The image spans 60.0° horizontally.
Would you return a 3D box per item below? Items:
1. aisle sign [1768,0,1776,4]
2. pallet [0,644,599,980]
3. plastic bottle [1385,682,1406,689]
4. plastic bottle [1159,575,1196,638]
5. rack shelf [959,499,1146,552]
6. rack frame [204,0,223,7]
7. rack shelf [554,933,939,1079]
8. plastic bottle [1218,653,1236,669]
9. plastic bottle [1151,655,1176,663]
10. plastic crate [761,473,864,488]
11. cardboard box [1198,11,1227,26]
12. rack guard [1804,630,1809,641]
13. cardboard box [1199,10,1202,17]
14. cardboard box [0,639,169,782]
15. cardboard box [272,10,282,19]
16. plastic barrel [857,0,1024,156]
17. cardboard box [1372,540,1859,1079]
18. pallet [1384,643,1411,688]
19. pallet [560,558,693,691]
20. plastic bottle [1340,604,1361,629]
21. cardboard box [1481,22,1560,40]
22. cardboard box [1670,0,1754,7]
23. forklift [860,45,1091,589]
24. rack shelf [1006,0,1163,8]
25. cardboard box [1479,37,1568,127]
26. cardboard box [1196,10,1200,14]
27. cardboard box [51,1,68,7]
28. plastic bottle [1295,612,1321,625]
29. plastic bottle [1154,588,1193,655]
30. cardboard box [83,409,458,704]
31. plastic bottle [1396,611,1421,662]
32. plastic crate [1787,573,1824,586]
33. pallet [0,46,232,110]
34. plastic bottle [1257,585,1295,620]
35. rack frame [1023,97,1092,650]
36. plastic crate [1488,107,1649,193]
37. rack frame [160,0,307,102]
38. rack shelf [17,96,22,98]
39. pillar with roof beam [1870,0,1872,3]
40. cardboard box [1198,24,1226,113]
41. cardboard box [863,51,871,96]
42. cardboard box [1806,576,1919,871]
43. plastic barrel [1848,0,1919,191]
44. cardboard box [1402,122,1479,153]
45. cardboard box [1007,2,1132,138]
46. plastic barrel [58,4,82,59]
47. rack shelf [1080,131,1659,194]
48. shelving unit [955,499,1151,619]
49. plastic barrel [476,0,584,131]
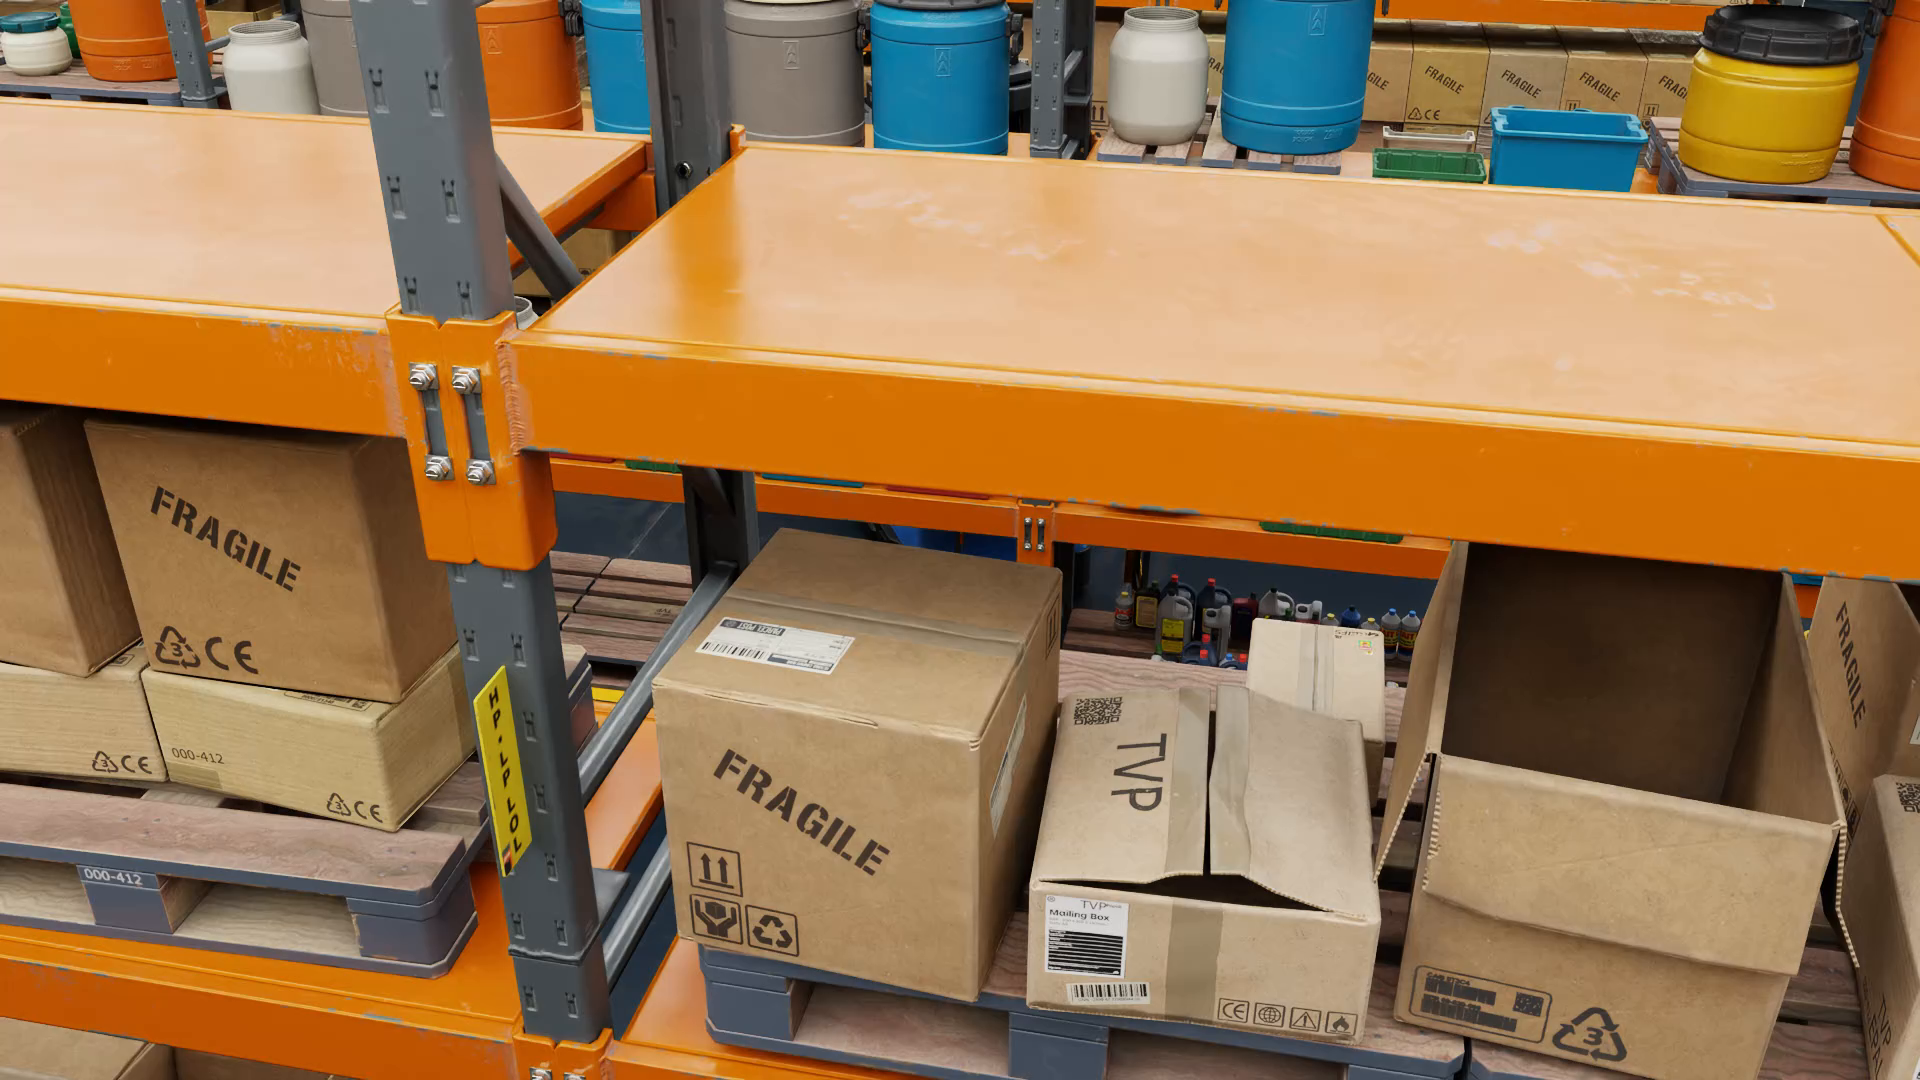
[{"bbox_3d":[5.528,-3.752,11.272,0.004,0.787,0.394,6,29,11],"label":"aisle sign"},{"bbox_3d":[-1.445,0.460,3.362,1.217,0.209,0.805,5,29,9],"label":"pallet"},{"bbox_3d":[2.106,0.821,8.006,0.135,0.276,0.152,5,29,9],"label":"plastic bottle"},{"bbox_3d":[1.148,0.346,8.794,0.185,0.351,0.144,5,29,9],"label":"plastic bottle"},{"bbox_3d":[0.506,-0.153,9.078,1.000,0.185,0.538,2,27,0],"label":"rack shelf"},{"bbox_3d":[-6.331,-3.680,13.849,0.127,3.000,1.000,6,29,11],"label":"rack frame"},{"bbox_3d":[1.376,0.974,2.972,4.000,0.370,1.077,6,29,11],"label":"rack shelf"},{"bbox_3d":[1.328,0.685,8.257,0.097,0.271,0.097,0,29,0],"label":"plastic bottle"},{"bbox_3d":[1.000,0.707,8.213,0.135,0.276,0.152,7,29,12],"label":"plastic bottle"},{"bbox_3d":[-0.686,-0.509,8.074,0.575,0.384,0.392,6,29,11],"label":"plastic crate"},{"bbox_3d":[1.990,-3.575,12.201,0.500,0.500,0.500,6,29,11],"label":"cardboard box"},{"bbox_3d":[4.286,0.960,7.976,0.348,0.500,1.175,6,29,11],"label":"rack guard"},{"bbox_3d":[3.049,-6.615,21.508,0.625,0.372,0.950,6,29,11],"label":"cardboard box"},{"bbox_3d":[-1.718,0.220,3.320,0.500,0.250,0.500,3,29,6],"label":"cardboard box"},{"bbox_3d":[-5.036,-4.030,13.338,0.637,0.503,0.797,6,29,11],"label":"cardboard box"},{"bbox_3d":[-0.084,-2.037,7.201,0.708,0.901,0.600,6,29,11],"label":"plastic barrel"},{"bbox_3d":[1.004,0.392,2.597,0.637,0.503,0.797,9,30,16],"label":"cardboard box"},{"bbox_3d":[2.303,0.879,8.424,1.213,0.211,1.003,6,29,11],"label":"pallet"},{"bbox_3d":[-1.515,0.489,9.136,1.213,0.211,1.003,6,29,11],"label":"pallet"},{"bbox_3d":[2.031,0.460,8.669,0.097,0.271,0.097,0,29,0],"label":"plastic bottle"},{"bbox_3d":[3.947,-3.376,11.838,0.500,0.500,0.500,6,29,11],"label":"cardboard box"},{"bbox_3d":[4.880,-3.656,10.837,0.500,0.250,0.500,7,29,12],"label":"cardboard box"},{"bbox_3d":[-0.198,-1.569,10.064,1.130,2.935,3.031,-9,30,-16],"label":"forklift"},{"bbox_3d":[-0.463,-4.079,12.202,4.000,0.370,1.077,6,29,11],"label":"rack shelf"},{"bbox_3d":[3.836,-3.128,11.384,0.500,0.500,0.500,6,29,11],"label":"cardboard box"},{"bbox_3d":[2.169,-5.420,16.923,0.500,0.500,0.500,6,29,11],"label":"cardboard box"},{"bbox_3d":[-7.226,-4.295,14.037,0.500,0.500,0.500,6,29,11],"label":"cardboard box"},{"bbox_3d":[1.788,0.496,8.592,0.133,0.283,0.061,6,29,11],"label":"plastic bottle"},{"bbox_3d":[1.118,0.414,8.671,0.185,0.351,0.144,6,29,11],"label":"plastic bottle"},{"bbox_3d":[-1.175,-0.070,3.068,0.500,0.500,0.500,6,29,11],"label":"cardboard box"},{"bbox_3d":[2.327,0.490,8.614,0.097,0.271,0.097,0,29,0],"label":"plastic bottle"},{"bbox_3d":[3.818,0.005,7.273,0.616,0.251,0.499,6,29,11],"label":"plastic crate"},{"bbox_3d":[-4.181,-2.309,8.416,1.213,0.211,1.003,6,29,11],"label":"pallet"},{"bbox_3d":[1.652,0.398,8.700,0.185,0.351,0.144,6,29,10],"label":"plastic bottle"},{"bbox_3d":[0.458,-0.552,8.135,0.127,3.000,1.000,6,29,11],"label":"rack frame"},{"bbox_3d":[2.442,-1.509,6.776,0.575,0.384,0.392,6,29,11],"label":"plastic crate"},{"bbox_3d":[-3.454,-3.585,7.427,0.127,3.000,1.000,6,29,11],"label":"rack frame"},{"bbox_3d":[-5.410,-2.154,8.686,4.000,0.370,1.077,6,29,11],"label":"rack shelf"},{"bbox_3d":[12.983,-9.963,19.078,0.400,9.000,9.100,6,29,11],"label":"pillar with roof beam"},{"bbox_3d":[1.879,-3.326,11.747,0.500,0.500,0.500,6,29,11],"label":"cardboard box"},{"bbox_3d":[-0.708,-4.692,17.603,0.750,0.750,1.050,5,29,10],"label":"cardboard box"},{"bbox_3d":[1.765,0.275,2.813,0.500,0.500,0.500,6,29,11],"label":"cardboard box"},{"bbox_3d":[3.868,-1.828,6.458,0.708,0.830,0.600,6,29,11],"label":"plastic barrel"},{"bbox_3d":[3.392,-2.839,11.898,0.500,0.500,0.875,6,29,11],"label":"cardboard box"},{"bbox_3d":[0.745,-3.471,12.404,1.000,1.000,1.000,6,29,11],"label":"cardboard box"},{"bbox_3d":[-4.442,-2.599,8.475,0.294,0.245,0.294,0,29,0],"label":"plastic barrel"},{"bbox_3d":[2.414,-1.352,7.221,4.000,0.370,1.077,6,29,11],"label":"rack shelf"},{"bbox_3d":[0.503,-0.314,8.998,1.083,1.500,0.587,2,27,0],"label":"shelving unit"},{"bbox_3d":[-2.056,-2.207,7.587,0.708,0.830,0.600,6,29,11],"label":"plastic barrel"}]
